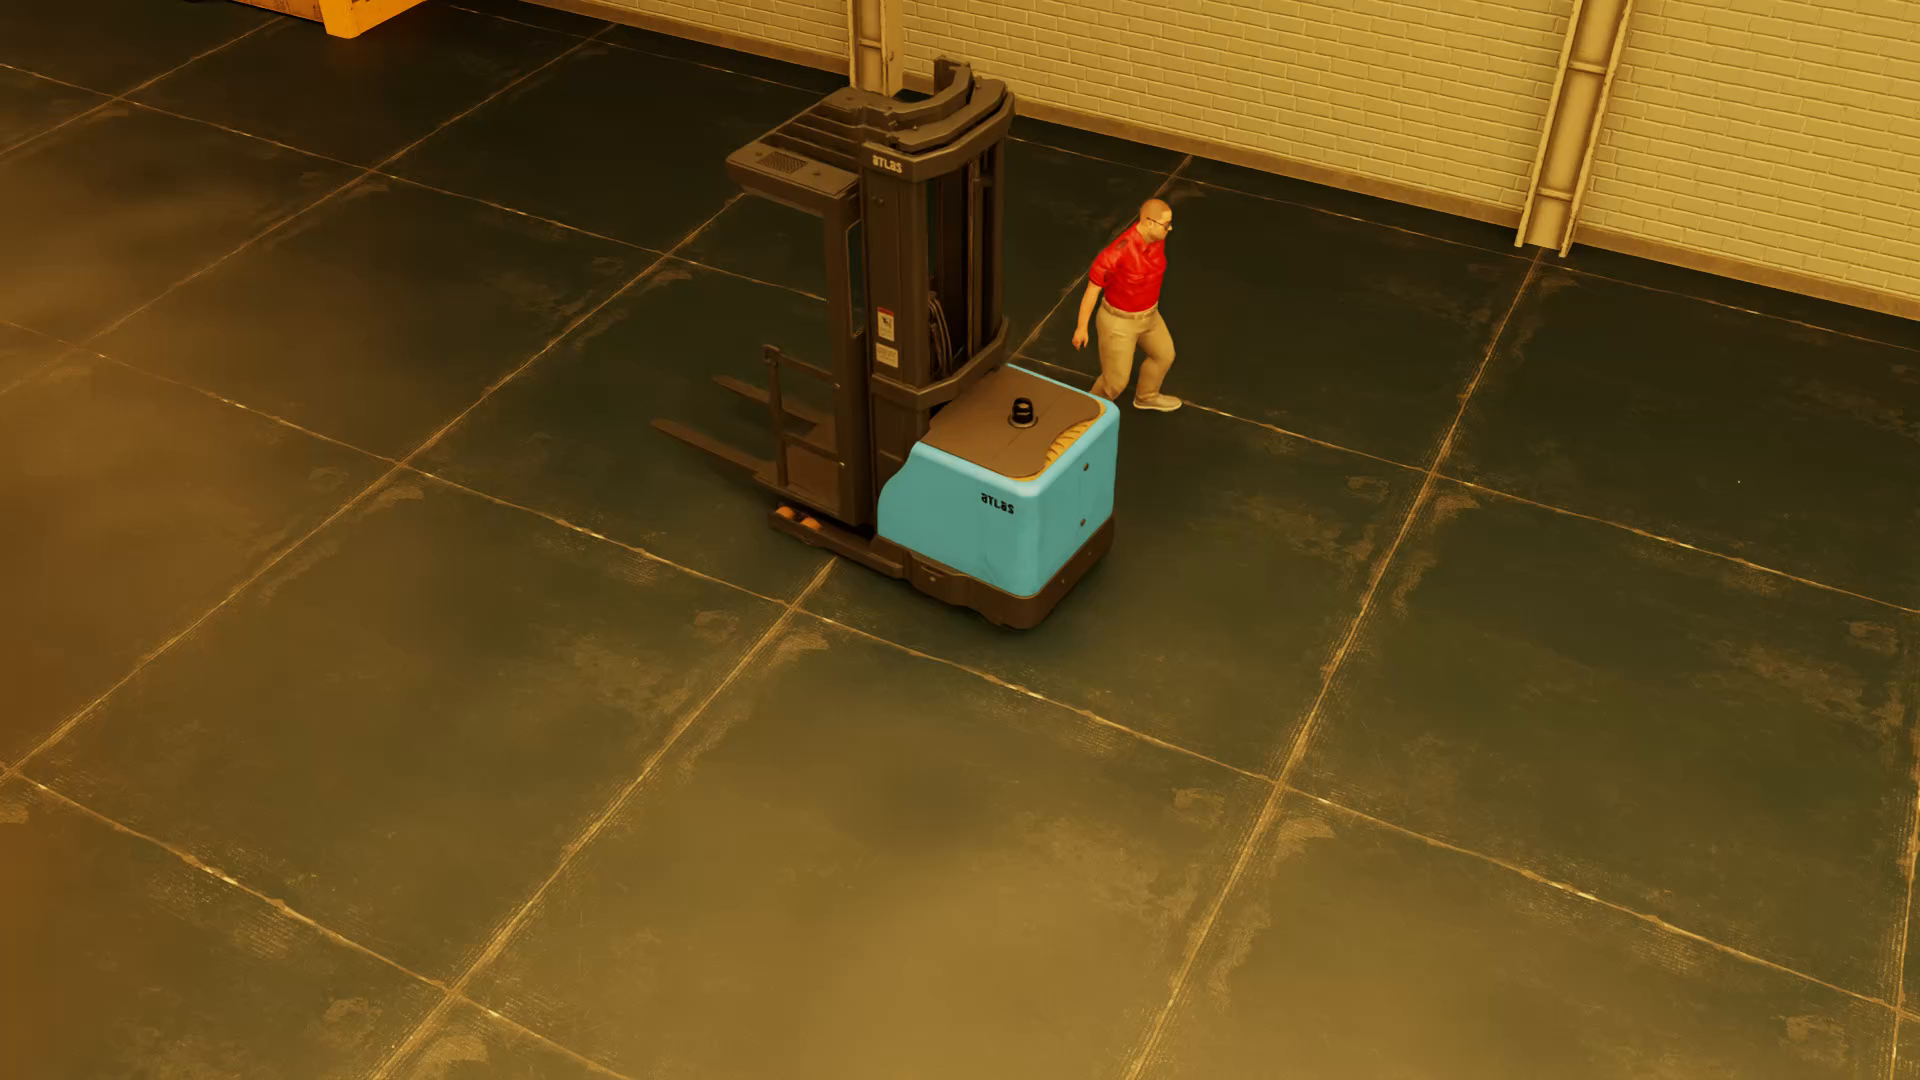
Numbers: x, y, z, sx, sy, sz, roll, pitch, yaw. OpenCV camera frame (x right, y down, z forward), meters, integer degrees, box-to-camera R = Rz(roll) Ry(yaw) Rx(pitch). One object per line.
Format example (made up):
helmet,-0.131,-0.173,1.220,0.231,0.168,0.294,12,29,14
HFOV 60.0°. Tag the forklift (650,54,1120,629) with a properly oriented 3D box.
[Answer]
forklift,-0.576,-1.350,9.590,3.031,2.935,1.130,23,45,25

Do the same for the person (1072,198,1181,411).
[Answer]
person,1.085,-1.432,10.673,0.878,1.703,0.420,-31,49,-31
